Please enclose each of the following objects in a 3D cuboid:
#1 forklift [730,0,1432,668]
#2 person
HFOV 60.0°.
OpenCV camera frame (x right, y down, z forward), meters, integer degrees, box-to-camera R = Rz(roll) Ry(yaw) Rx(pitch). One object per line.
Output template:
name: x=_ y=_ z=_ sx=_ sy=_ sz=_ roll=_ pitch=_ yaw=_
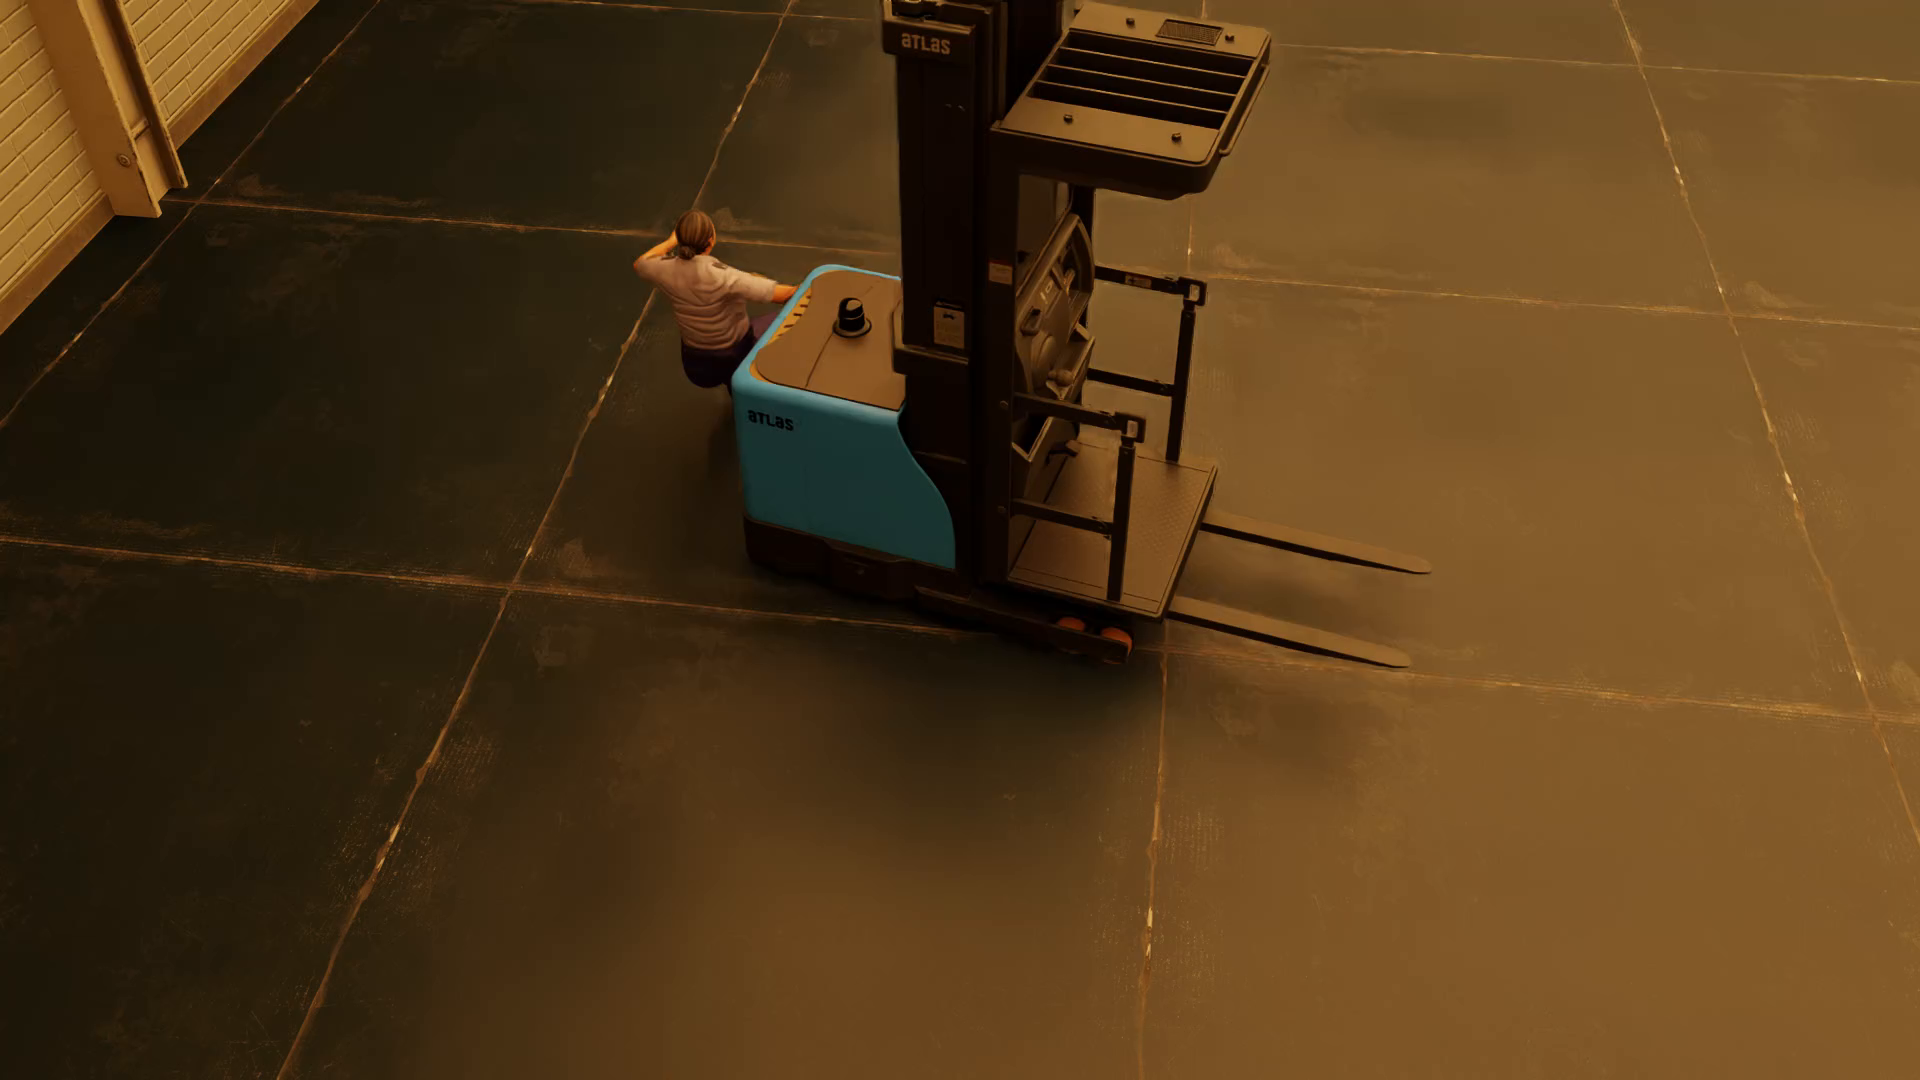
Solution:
forklift: x=0.575 y=-0.941 z=6.749 sx=3.031 sy=2.935 sz=1.130 roll=14 pitch=44 yaw=14
person: x=-1.085 y=-1.075 z=8.047 sx=0.885 sy=1.432 sz=0.775 roll=9 pitch=43 yaw=9
